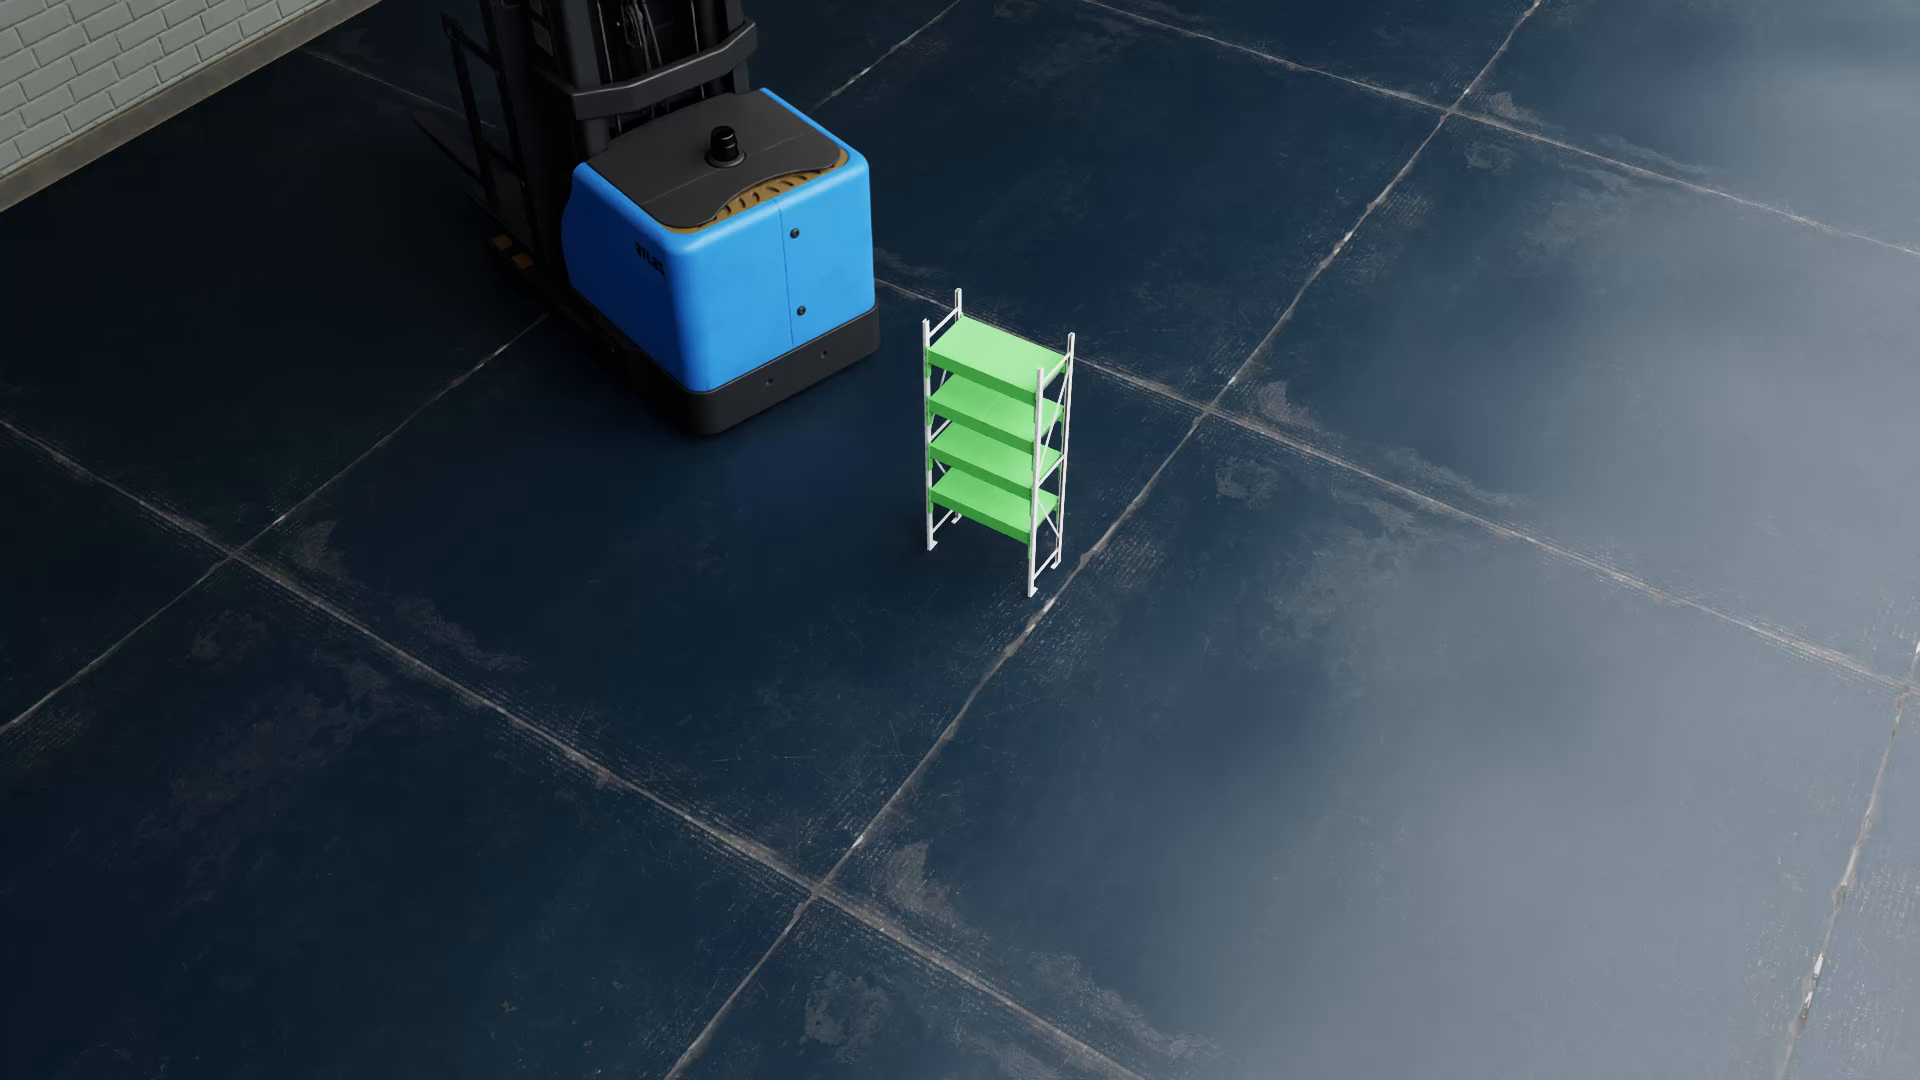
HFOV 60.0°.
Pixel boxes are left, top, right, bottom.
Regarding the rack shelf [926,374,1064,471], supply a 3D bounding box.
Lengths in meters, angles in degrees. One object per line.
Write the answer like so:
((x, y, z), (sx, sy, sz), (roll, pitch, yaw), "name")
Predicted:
((0.139, -0.477, 6.353), (0.480, 0.148, 0.258), (25, 51, 22), "rack shelf")

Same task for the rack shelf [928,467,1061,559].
((0.139, -0.142, 6.697), (0.480, 0.148, 0.258), (25, 51, 22), "rack shelf")

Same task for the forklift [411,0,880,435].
((-1.705, -2.474, 7.332), (1.130, 2.935, 3.031), (-31, 53, -27), "forklift")

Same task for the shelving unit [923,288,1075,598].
((0.139, -0.354, 6.479), (0.503, 1.200, 0.258), (25, 51, 22), "shelving unit")

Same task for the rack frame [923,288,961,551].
((-0.066, -0.449, 6.571), (0.015, 1.200, 0.240), (25, 51, 22), "rack frame")

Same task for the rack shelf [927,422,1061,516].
((0.139, -0.310, 6.525), (0.480, 0.148, 0.258), (25, 51, 22), "rack shelf")

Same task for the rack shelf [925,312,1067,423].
((0.139, -0.644, 6.181), (0.480, 0.148, 0.258), (25, 51, 22), "rack shelf")

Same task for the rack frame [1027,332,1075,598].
((0.345, -0.260, 6.387), (0.015, 1.200, 0.240), (25, 51, 22), "rack frame")
